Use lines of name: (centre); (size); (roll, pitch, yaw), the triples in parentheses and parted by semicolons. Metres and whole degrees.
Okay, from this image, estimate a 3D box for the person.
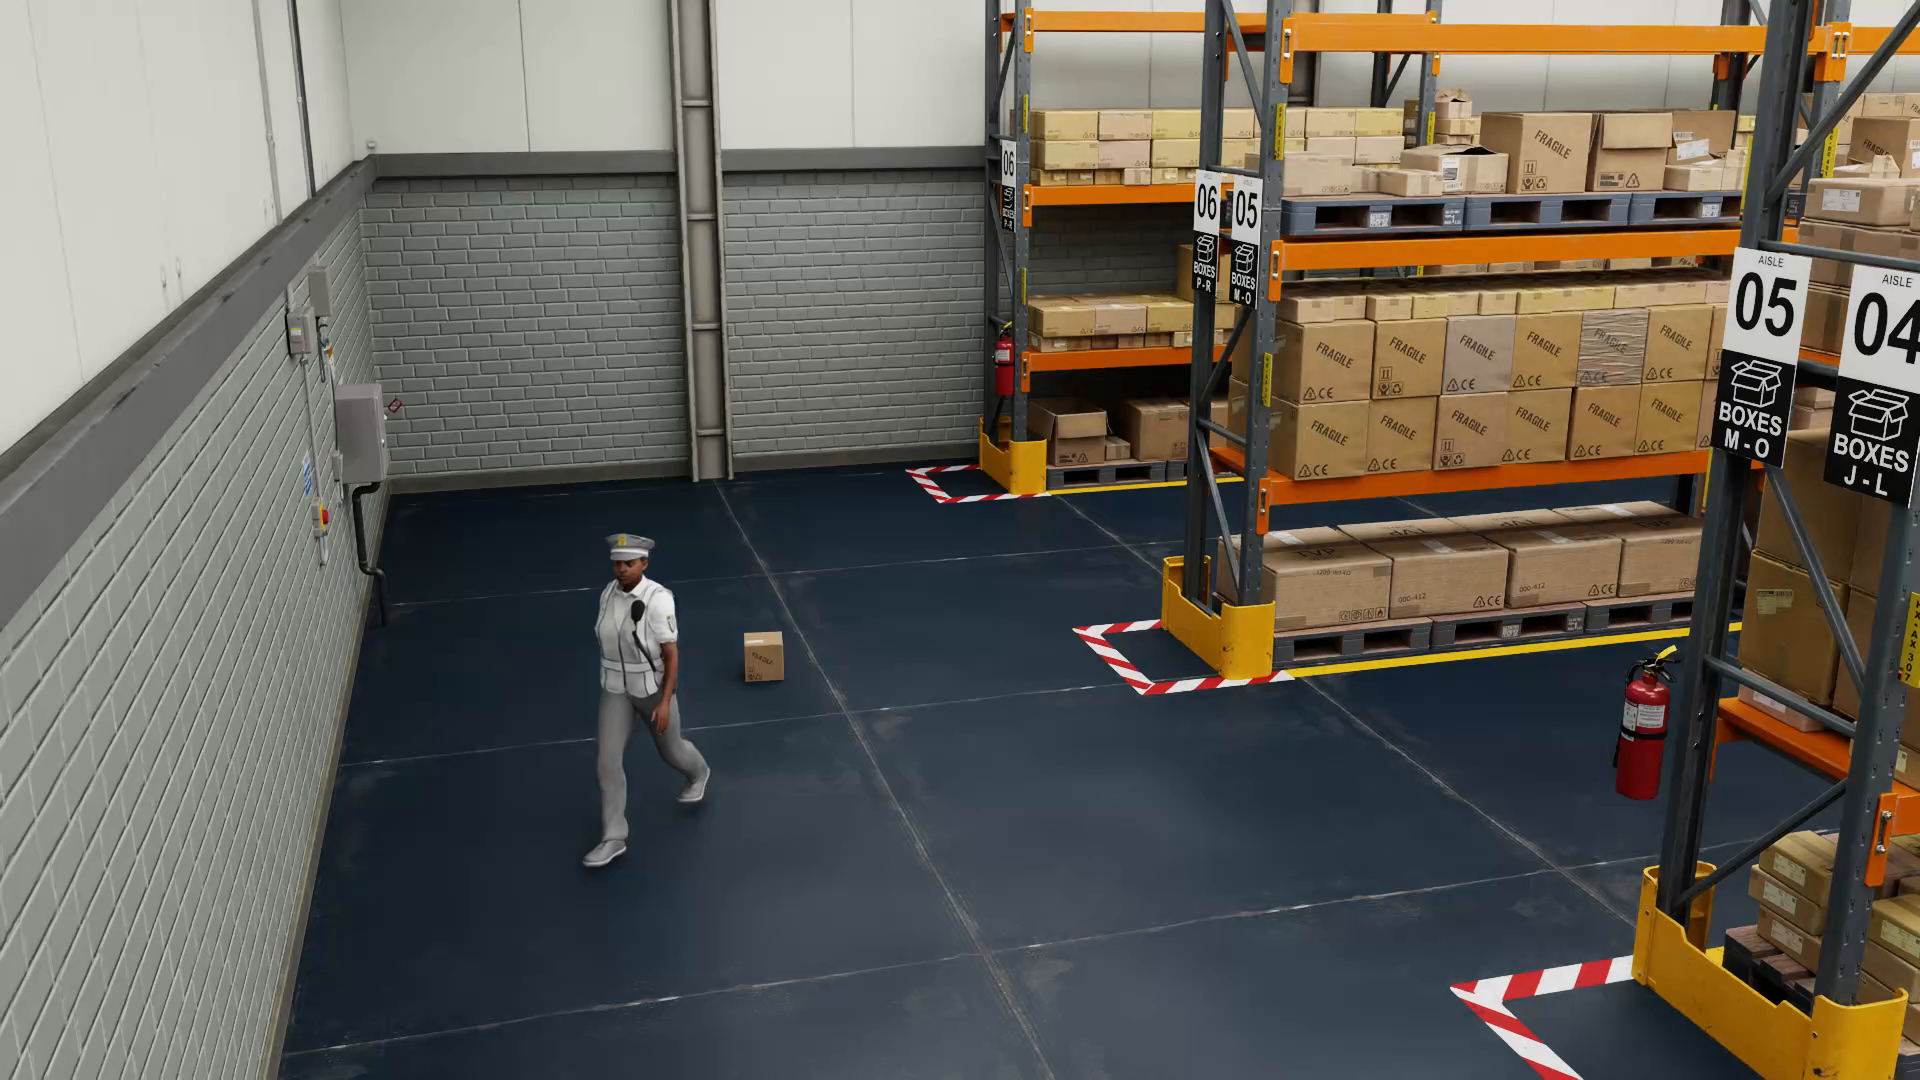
person: (-1.604, 0.733, 8.429); (0.469, 1.637, 1.016); (5, 17, 16)
